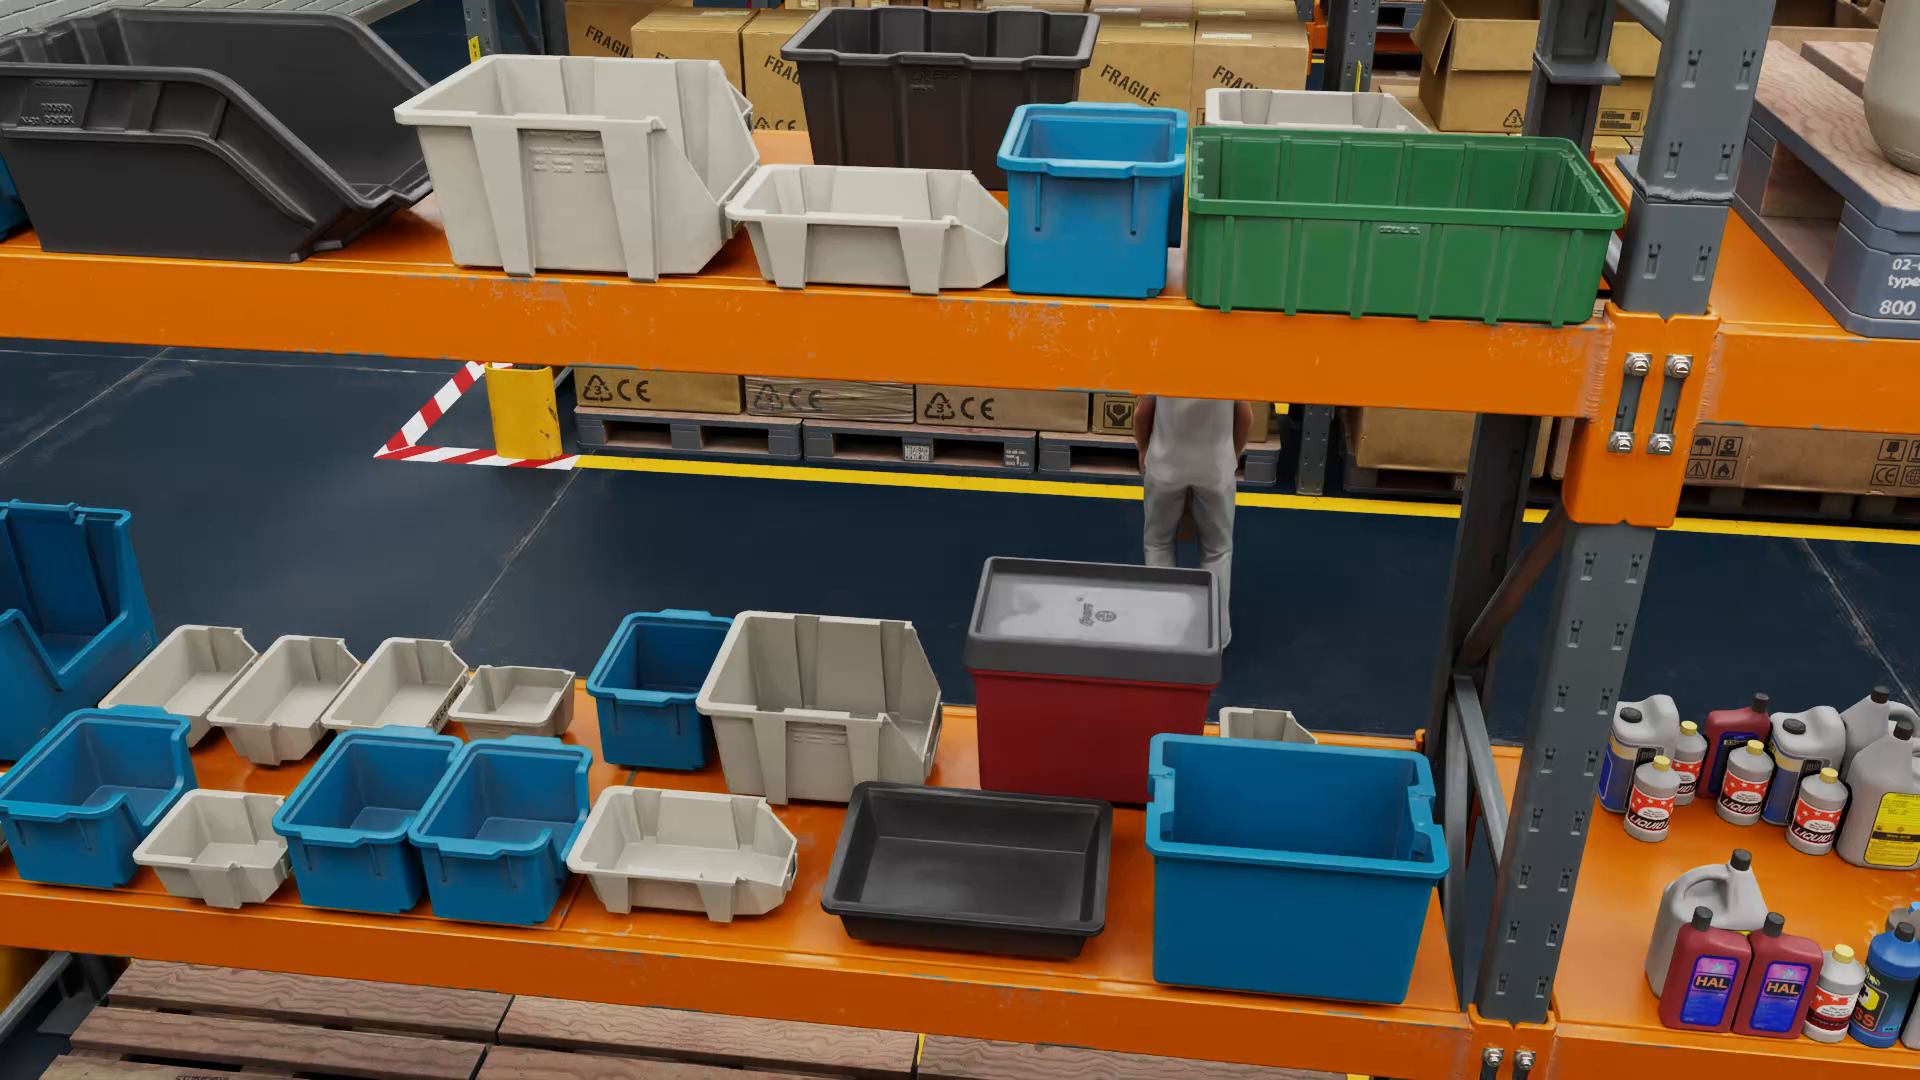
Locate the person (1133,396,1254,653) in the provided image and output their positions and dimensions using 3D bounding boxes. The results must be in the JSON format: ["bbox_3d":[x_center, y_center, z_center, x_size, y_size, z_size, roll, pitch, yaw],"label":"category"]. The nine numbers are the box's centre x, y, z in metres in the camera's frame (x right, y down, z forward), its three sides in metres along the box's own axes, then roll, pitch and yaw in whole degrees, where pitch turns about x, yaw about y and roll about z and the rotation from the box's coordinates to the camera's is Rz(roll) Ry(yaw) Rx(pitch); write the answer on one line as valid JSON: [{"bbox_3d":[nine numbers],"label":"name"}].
[{"bbox_3d":[0.919,-0.294,6.664,0.473,1.676,0.415,3,29,5],"label":"person"}]
